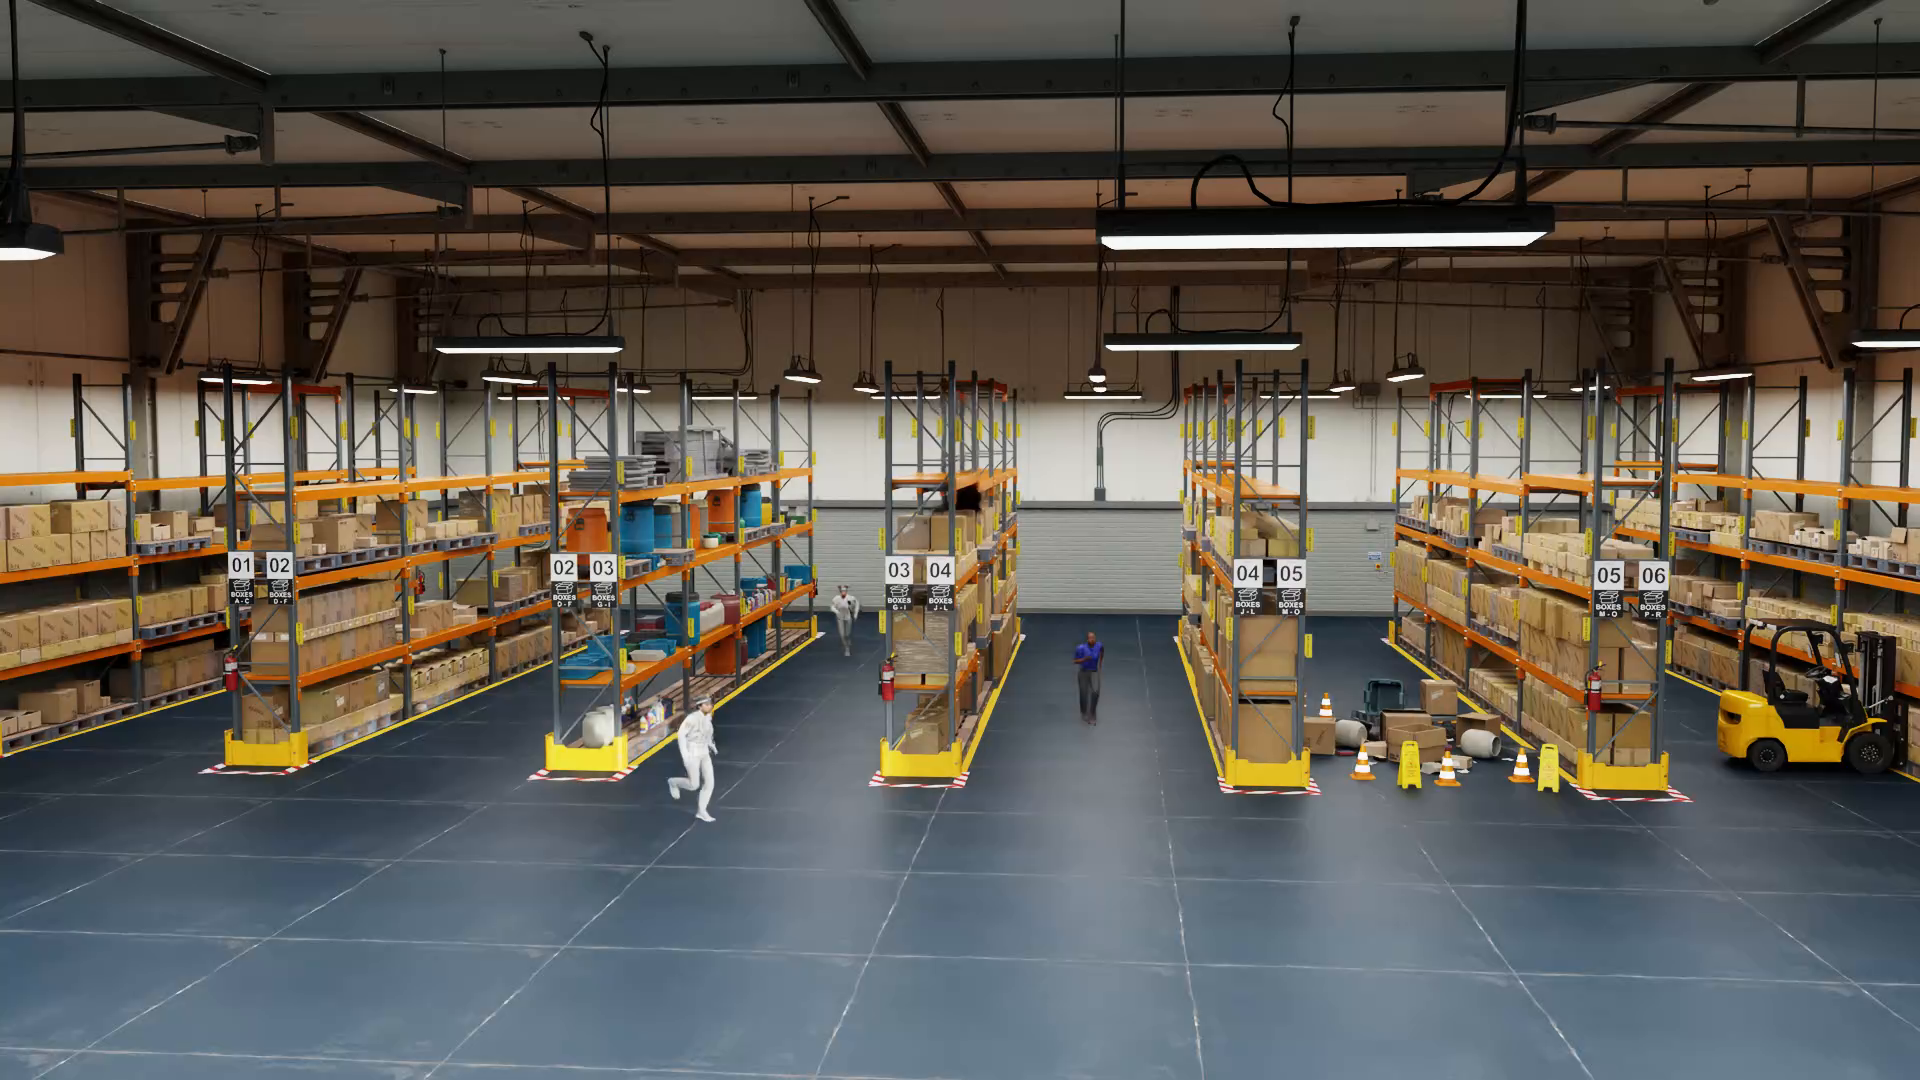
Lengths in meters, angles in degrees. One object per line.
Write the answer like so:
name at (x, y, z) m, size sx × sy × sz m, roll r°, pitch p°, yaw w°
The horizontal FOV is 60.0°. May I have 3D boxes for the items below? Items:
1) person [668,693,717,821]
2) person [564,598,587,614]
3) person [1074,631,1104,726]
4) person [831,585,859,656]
person at (-3.453, 2.794, 21.532) m, size 0.755 × 1.660 × 0.636 m, roll 2°, pitch 4°, yaw 33°
person at (-9.737, 1.423, 42.229) m, size 0.875 × 1.603 × 0.538 m, roll 0°, pitch 4°, yaw 5°
person at (2.193, 2.330, 28.321) m, size 0.566 × 1.624 × 0.894 m, roll 0°, pitch 4°, yaw -3°
person at (-2.555, 1.784, 36.927) m, size 0.604 × 1.616 × 0.671 m, roll 0°, pitch 4°, yaw 4°
